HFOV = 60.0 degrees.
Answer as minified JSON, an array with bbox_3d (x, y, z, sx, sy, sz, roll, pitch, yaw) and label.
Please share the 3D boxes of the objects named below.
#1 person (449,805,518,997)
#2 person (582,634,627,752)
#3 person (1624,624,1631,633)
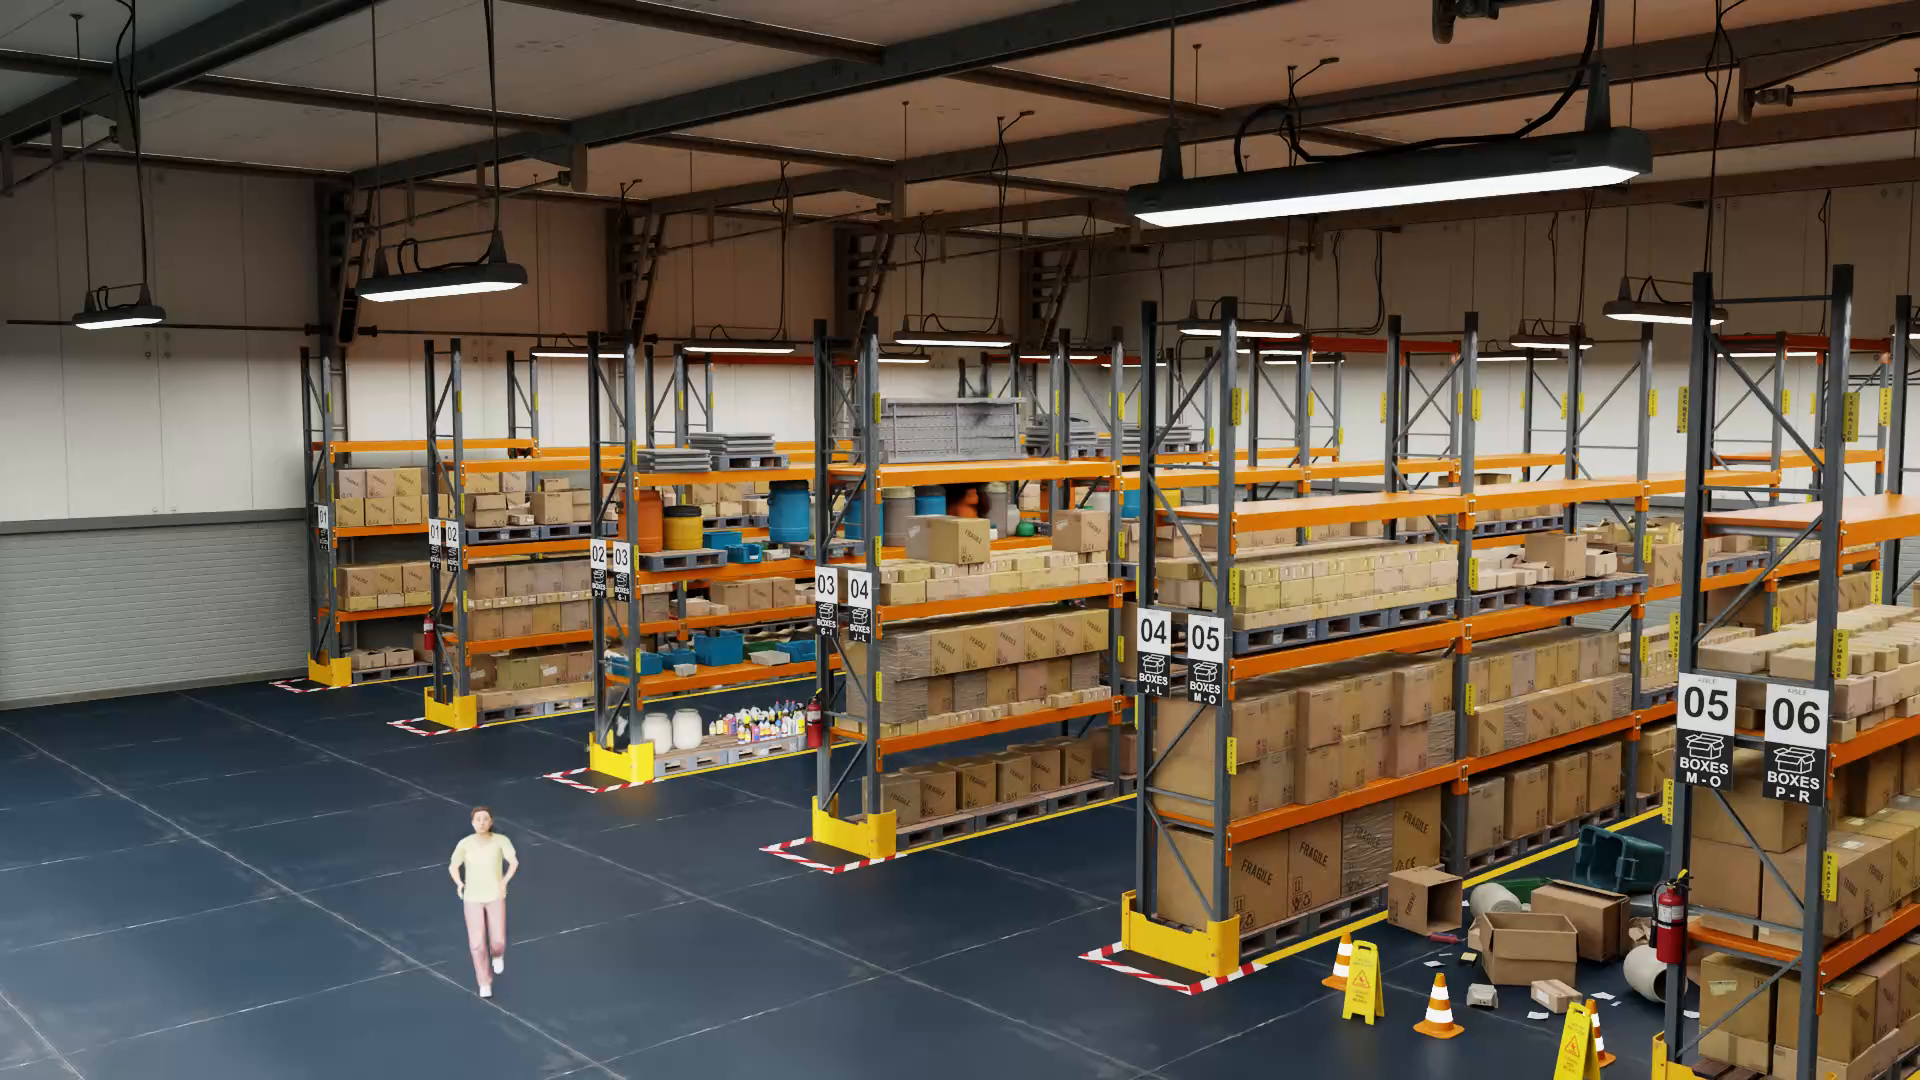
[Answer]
[{"bbox_3d":[-4.120,3.089,14.388,0.578,1.618,0.579,-1,5,-13],"label":"person"},{"bbox_3d":[-5.162,2.187,24.265,0.616,1.687,0.901,3,6,33],"label":"person"},{"bbox_3d":[10.250,2.113,25.285,0.850,1.701,0.625,-4,6,-37],"label":"person"}]
